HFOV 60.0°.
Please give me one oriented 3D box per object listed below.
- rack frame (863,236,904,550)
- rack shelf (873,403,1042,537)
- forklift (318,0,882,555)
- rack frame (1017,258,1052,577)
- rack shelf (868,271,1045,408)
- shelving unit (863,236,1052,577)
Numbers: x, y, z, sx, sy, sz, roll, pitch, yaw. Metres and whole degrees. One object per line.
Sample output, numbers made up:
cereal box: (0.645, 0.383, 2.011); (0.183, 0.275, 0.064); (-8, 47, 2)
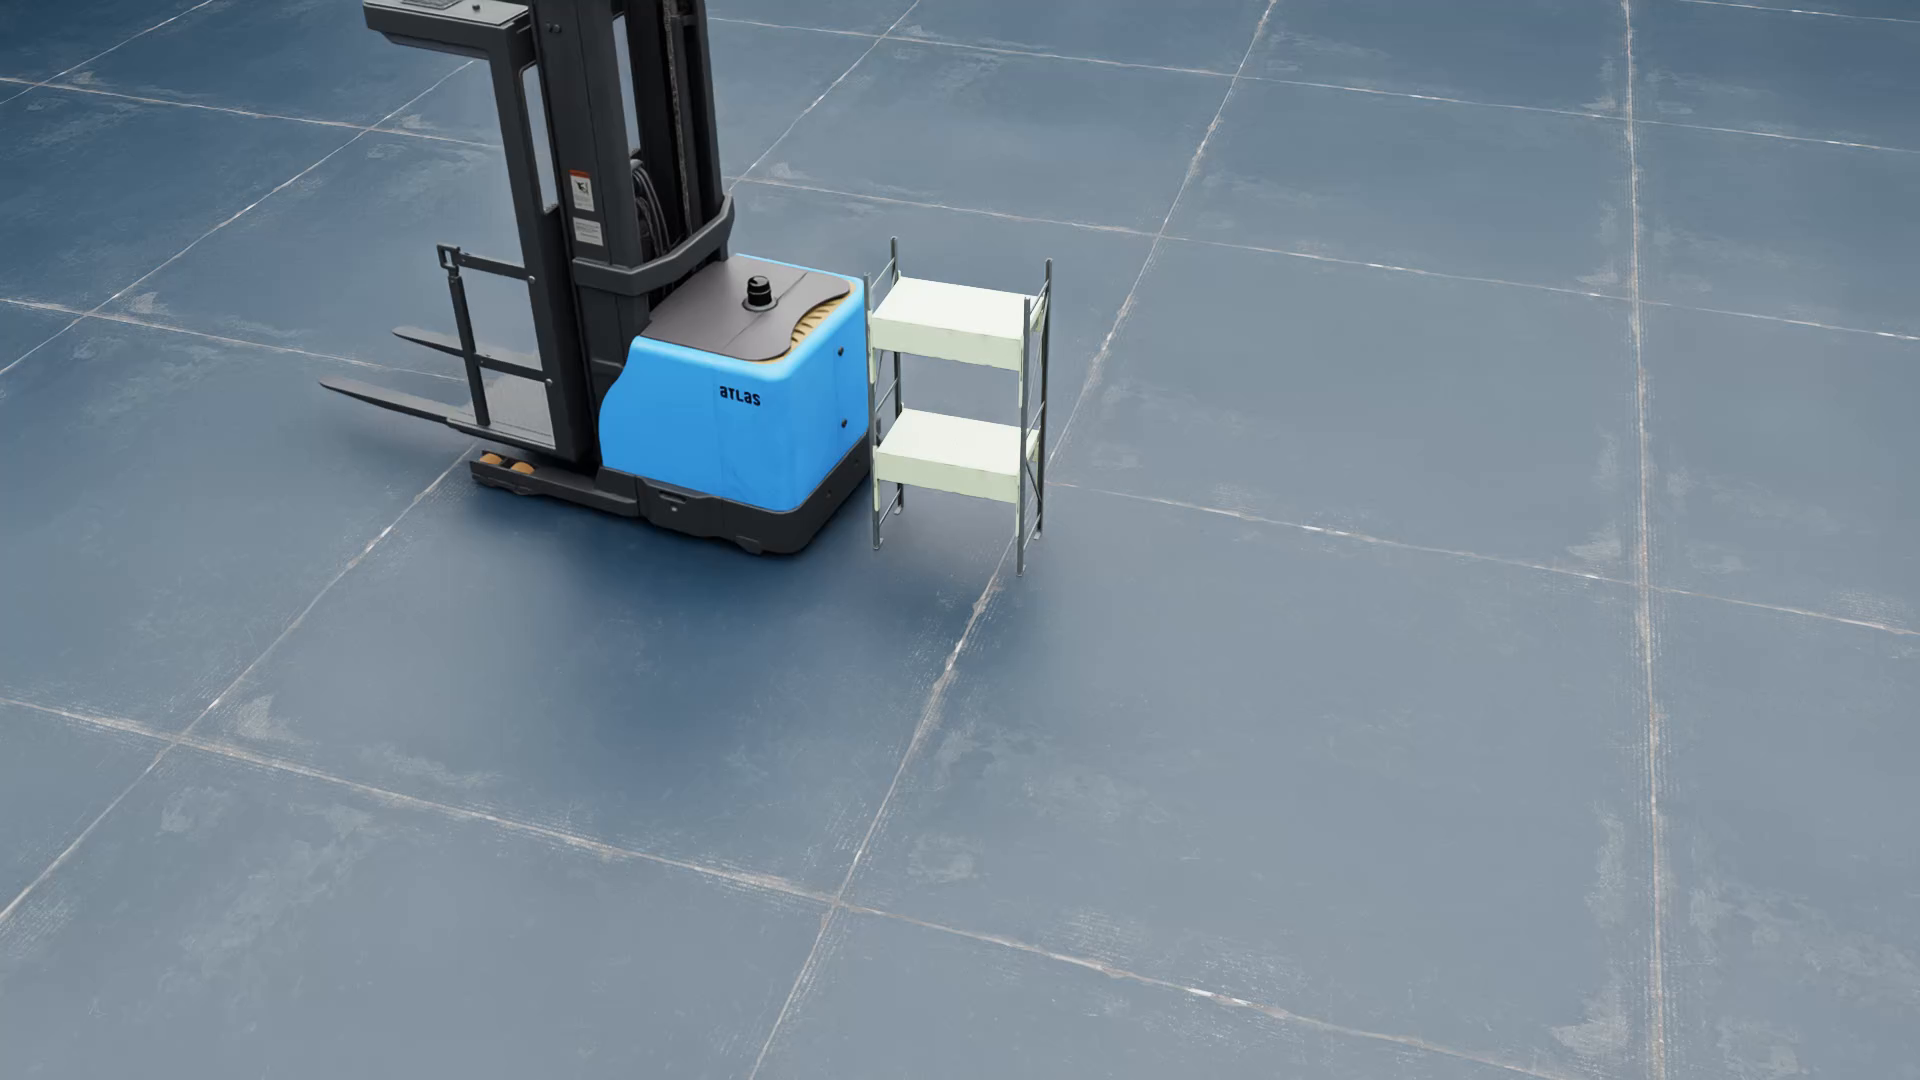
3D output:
rack frame: (-0.356, -0.670, 7.895); (0.023, 1.500, 0.400); (10, 38, 14)
rack shelf: (-0.006, -0.343, 8.000); (0.720, 0.370, 0.431); (10, 38, 14)
forklift: (-1.974, -1.682, 8.062); (3.031, 2.935, 1.130); (15, 39, 19)
rack frame: (0.343, -0.541, 7.719); (0.023, 1.500, 0.400); (10, 38, 14)
rack shelf: (-0.006, -0.919, 7.576); (0.720, 0.370, 0.431); (10, 38, 14)
shelving unit: (-0.006, -0.605, 7.807); (0.755, 1.500, 0.431); (10, 38, 14)
